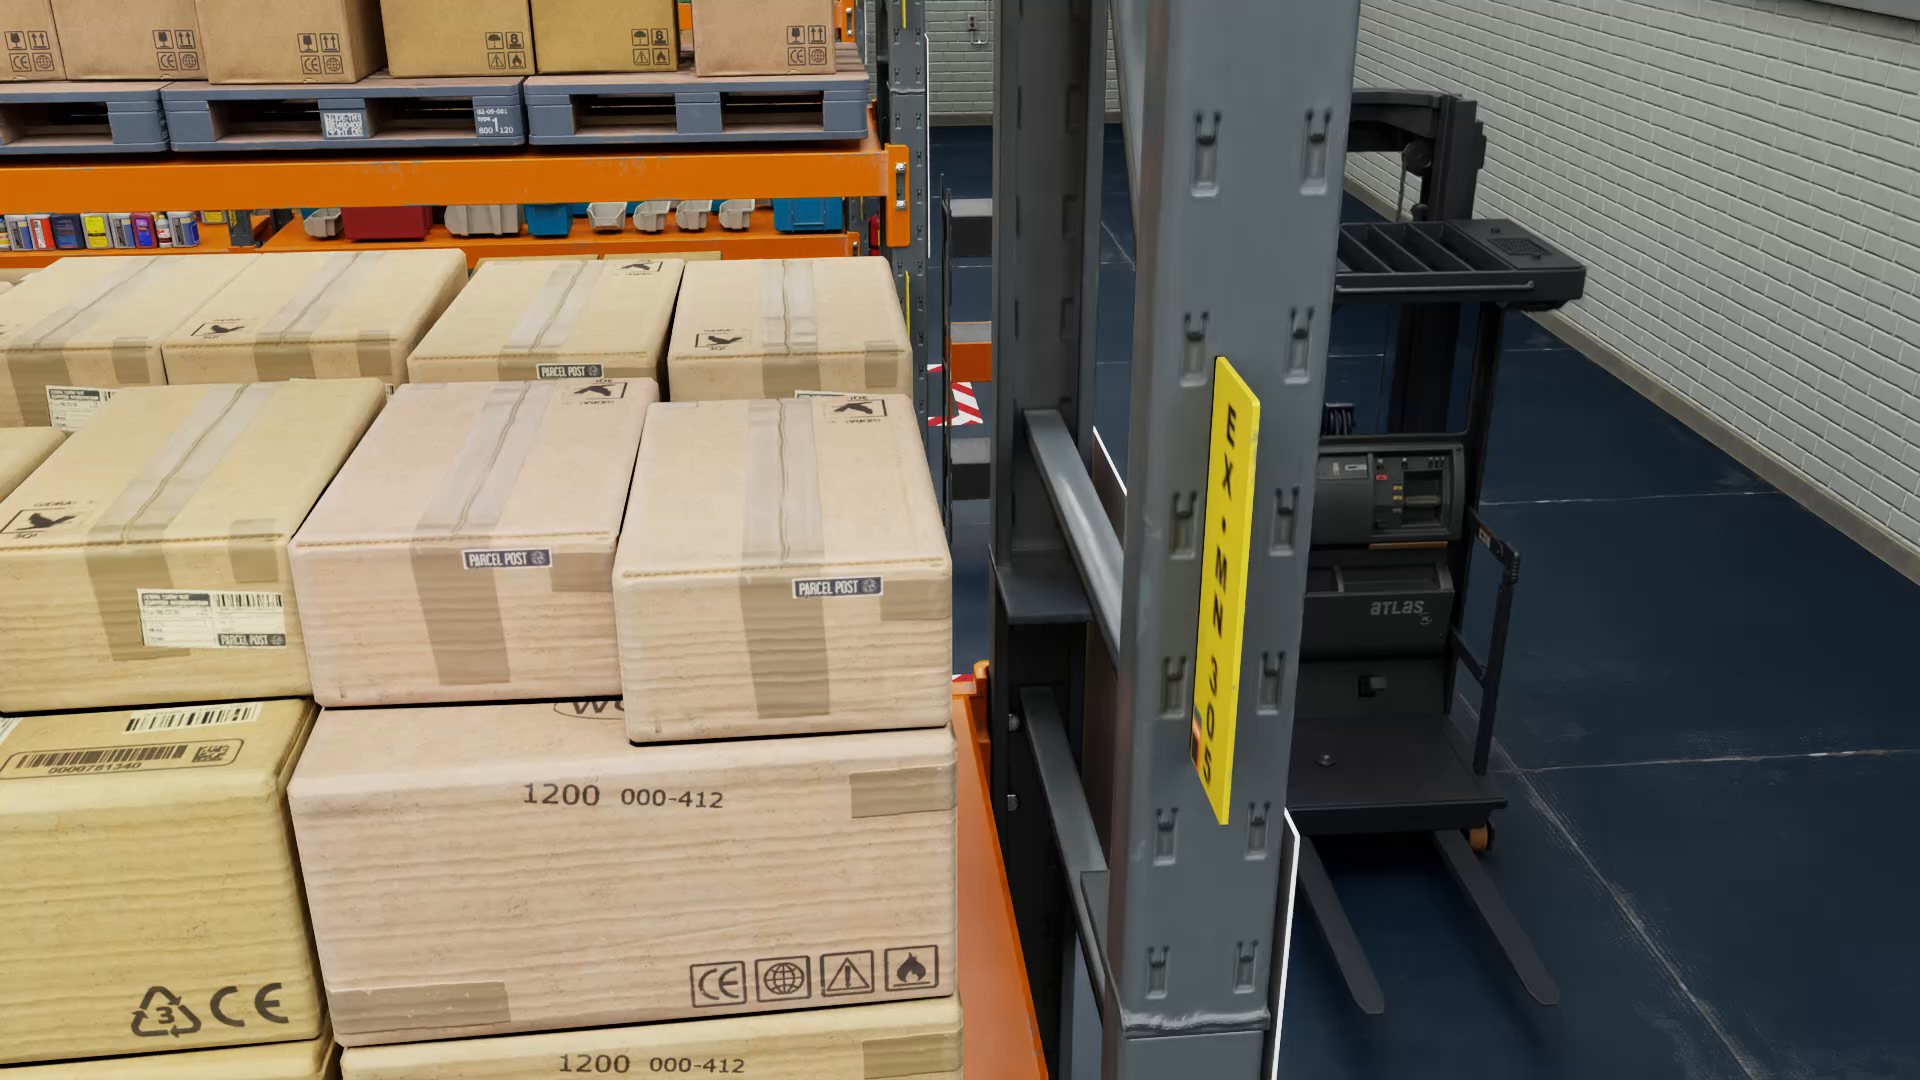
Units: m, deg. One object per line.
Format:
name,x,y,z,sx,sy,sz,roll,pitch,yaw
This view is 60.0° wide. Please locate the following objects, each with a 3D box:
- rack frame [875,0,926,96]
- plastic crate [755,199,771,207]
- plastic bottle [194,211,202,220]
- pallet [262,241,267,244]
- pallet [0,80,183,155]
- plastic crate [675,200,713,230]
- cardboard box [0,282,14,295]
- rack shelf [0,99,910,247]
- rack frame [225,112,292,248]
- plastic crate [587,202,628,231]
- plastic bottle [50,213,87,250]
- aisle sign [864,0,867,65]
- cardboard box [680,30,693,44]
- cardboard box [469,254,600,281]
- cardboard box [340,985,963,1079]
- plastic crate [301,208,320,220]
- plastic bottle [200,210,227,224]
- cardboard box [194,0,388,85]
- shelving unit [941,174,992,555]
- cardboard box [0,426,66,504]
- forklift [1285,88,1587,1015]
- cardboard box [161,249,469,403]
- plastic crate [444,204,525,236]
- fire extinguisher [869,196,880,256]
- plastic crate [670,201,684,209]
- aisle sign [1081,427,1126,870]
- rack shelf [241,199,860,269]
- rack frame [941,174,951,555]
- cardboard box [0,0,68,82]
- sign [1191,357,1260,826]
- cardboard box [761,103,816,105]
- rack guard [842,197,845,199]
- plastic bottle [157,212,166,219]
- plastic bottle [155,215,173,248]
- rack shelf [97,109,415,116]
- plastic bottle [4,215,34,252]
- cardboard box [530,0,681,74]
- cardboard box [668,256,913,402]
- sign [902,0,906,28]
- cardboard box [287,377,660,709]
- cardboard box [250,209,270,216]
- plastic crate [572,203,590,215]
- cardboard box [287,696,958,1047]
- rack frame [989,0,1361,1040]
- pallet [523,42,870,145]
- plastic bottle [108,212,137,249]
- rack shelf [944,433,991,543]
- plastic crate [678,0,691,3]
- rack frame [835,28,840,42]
rack frame,-0.235,-3.160,5.781,0.127,3.000,1.000,-2,24,-5
plastic crate,-1.327,-2.472,11.869,0.298,0.136,0.250,-2,24,-5
plastic bottle,-5.242,-2.360,11.511,0.133,0.283,0.061,-2,24,-5
pallet,-5.991,-2.941,16.108,1.213,0.211,1.003,-2,24,-5
pallet,-3.400,-1.618,6.113,1.213,0.211,1.003,-2,24,-5
plastic crate,-1.805,-2.216,11.294,0.243,0.136,0.396,-2,24,-5
cardboard box,-1.213,-0.155,1.792,0.250,0.149,0.380,-2,24,-4
rack shelf,-2.225,-1.381,6.357,4.000,0.370,1.077,-2,24,-5
rack frame,-4.702,-2.261,11.144,0.127,3.000,1.000,-2,24,-5
plastic crate,-2.373,-2.176,11.203,0.250,0.136,0.298,-2,24,-5
plastic bottle,-5.769,-2.062,10.757,0.185,0.351,0.144,-2,24,-5
aisle sign,-0.621,-3.493,10.716,0.004,0.787,0.394,-2,24,-5
cardboard box,-2.639,-4.754,15.398,0.500,0.500,0.500,-2,24,-4
cardboard box,-1.752,-0.876,6.923,0.500,0.500,0.500,-3,24,-7
cardboard box,-0.275,0.413,1.620,0.500,0.250,0.500,-3,24,-6
plastic crate,-4.271,-2.438,11.487,0.575,0.384,0.392,-2,24,-5
plastic bottle,-5.125,-2.354,11.414,0.185,0.351,0.144,-2,24,-5
cardboard box,-2.373,-1.952,5.992,0.500,0.500,0.700,-1,24,-3
shelving unit,0.165,-0.966,9.338,0.503,2.100,0.431,-2,24,-5
cardboard box,-0.912,0.044,1.342,0.250,0.149,0.380,-2,24,-4
forklift,1.592,-0.161,6.503,1.130,2.935,3.031,-2,24,-4
cardboard box,-0.725,-0.218,1.932,0.250,0.149,0.380,-2,24,-5
plastic crate,-3.165,-2.221,11.126,0.530,0.282,0.437,-2,24,-5
fire extinguisher,-0.527,-2.037,11.195,0.183,0.674,0.296,-2,24,-5
plastic crate,-2.002,-2.445,11.808,0.298,0.136,0.250,-2,24,-5
aisle sign,0.195,0.278,2.231,0.004,0.787,0.394,-2,24,-5
rack shelf,-2.712,-2.012,11.470,4.000,0.370,1.077,-2,24,-5
rack frame,-0.078,-0.956,9.316,0.015,2.100,0.400,-2,24,-5
cardboard box,-3.443,-1.969,6.030,0.500,0.500,0.700,-4,24,-8
sign,0.187,0.040,1.184,0.005,0.325,0.100,-2,24,-5
cardboard box,-1.624,-4.341,15.700,0.500,0.500,0.500,-2,24,-4
rack guard,-1.280,-3.278,16.509,0.348,0.500,1.175,-2,24,-5
plastic bottle,-5.565,-2.325,11.441,0.135,0.276,0.152,-2,24,-5
plastic bottle,-5.175,-2.008,10.820,0.097,0.201,0.097,0,24,0
rack shelf,-7.176,-3.855,15.615,4.000,0.370,1.077,-2,24,-5
plastic bottle,-6.062,-2.018,10.750,0.135,0.276,0.152,-2,24,-5
cardboard box,-1.319,-2.057,6.228,0.500,0.500,0.700,-3,24,-7
cardboard box,-0.193,-0.202,1.897,0.250,0.149,0.380,-2,24,-6
sign,-0.195,-1.938,5.732,0.005,0.325,0.100,-2,24,-5
cardboard box,-0.403,-0.012,1.469,0.250,0.149,0.380,-2,24,-4
cardboard box,-6.640,-3.151,15.681,0.500,0.500,0.500,-2,24,-4
plastic crate,-2.609,-2.430,11.657,0.300,0.233,0.416,-2,24,-5
cardboard box,-0.281,0.181,1.527,0.500,0.250,0.500,-3,24,-7
rack frame,0.152,-1.151,1.261,0.127,3.000,1.000,-2,24,-5
pallet,-0.972,-1.715,6.332,1.213,0.211,1.003,-2,24,-5
plastic bottle,-5.426,-2.044,10.807,0.135,0.276,0.152,-2,24,-5
rack shelf,0.165,-0.314,9.628,0.480,0.518,0.431,-2,24,-5
plastic crate,-1.675,-3.540,10.589,0.336,0.188,0.450,-2,24,-5
rack frame,-1.205,-4.423,16.008,0.127,3.000,1.000,-2,24,-5
